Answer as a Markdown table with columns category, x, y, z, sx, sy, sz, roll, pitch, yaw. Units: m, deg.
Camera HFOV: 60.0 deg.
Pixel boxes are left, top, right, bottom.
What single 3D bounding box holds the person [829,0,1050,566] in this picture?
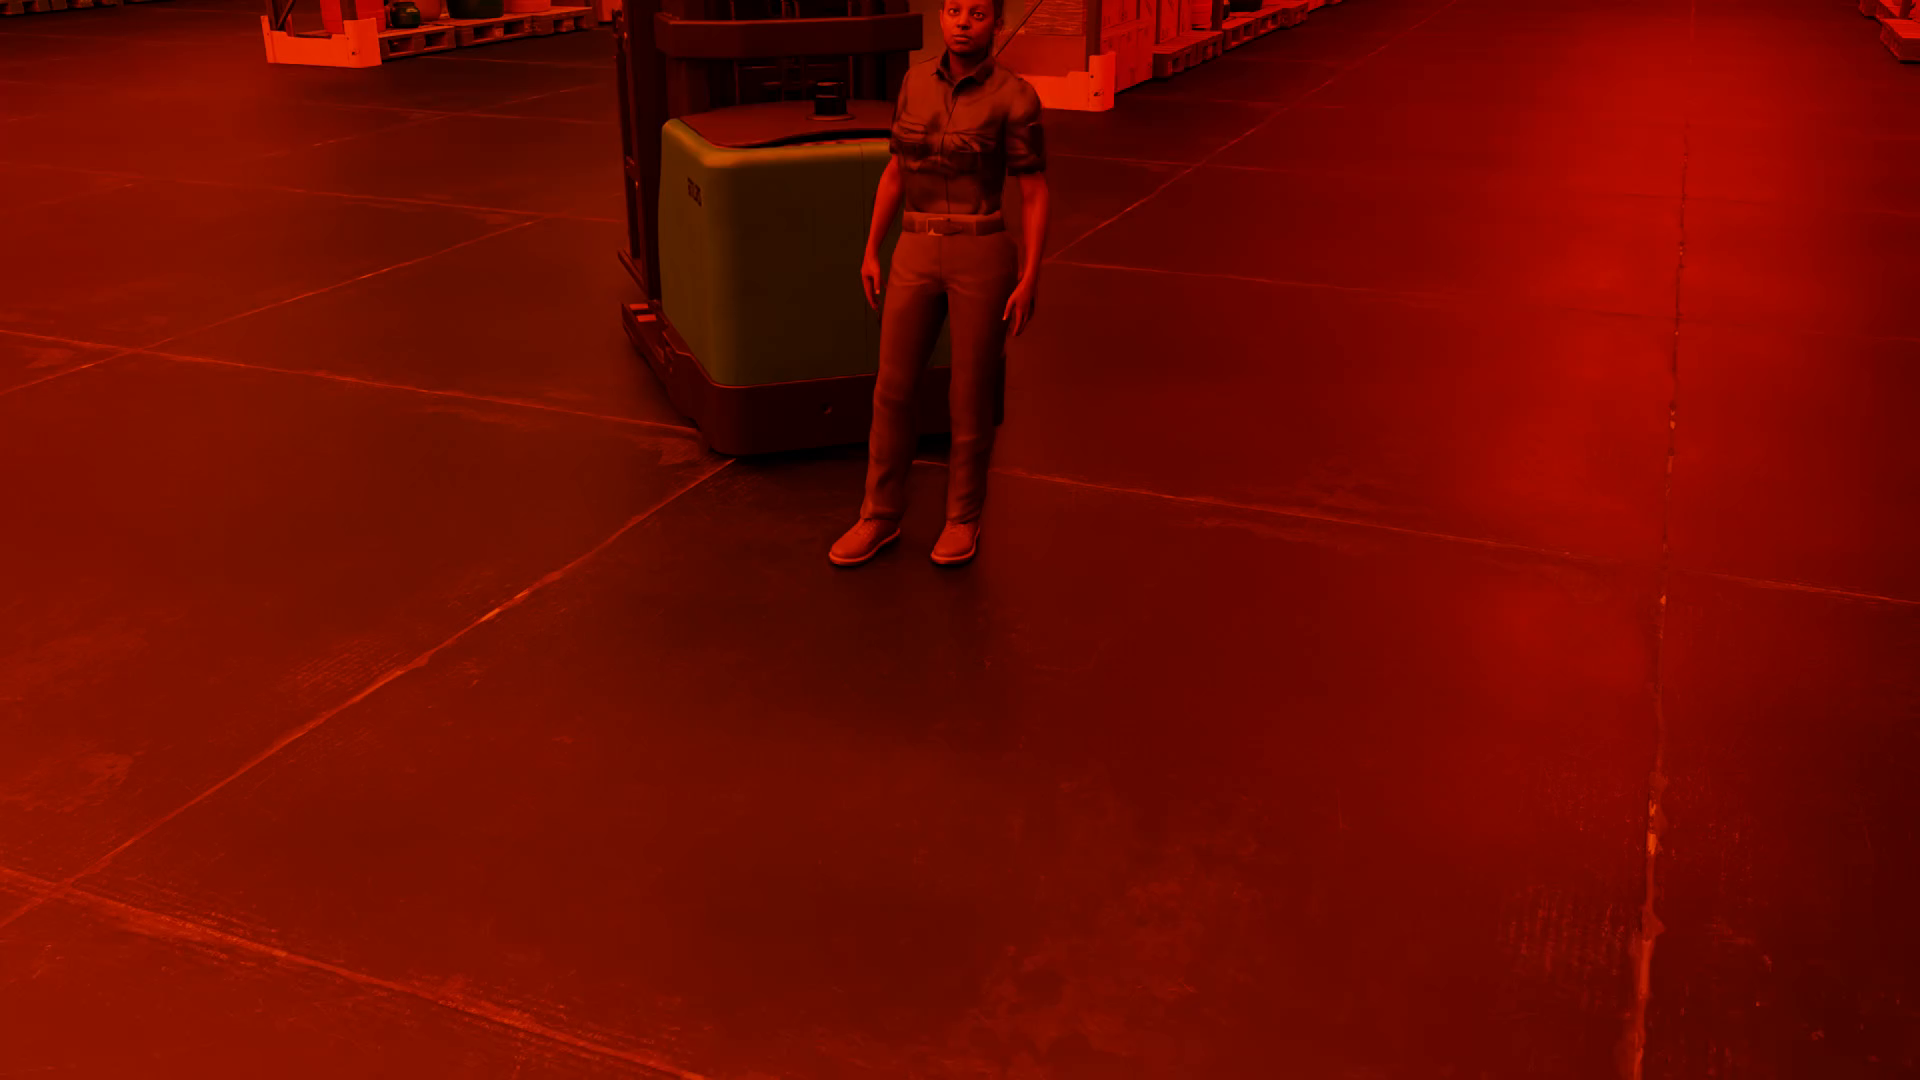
| category | x | y | z | sx | sy | sz | roll | pitch | yaw |
| --- | --- | --- | --- | --- | --- | --- | --- | --- | --- |
| person | -0.056 | -0.735 | 4.698 | 0.565 | 1.656 | 0.494 | 9 | 24 | 21 |

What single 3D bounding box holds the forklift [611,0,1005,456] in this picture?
| category | x | y | z | sx | sy | sz | roll | pitch | yaw |
| --- | --- | --- | --- | --- | --- | --- | --- | --- | --- |
| forklift | -0.811 | -2.175 | 6.496 | 1.130 | 2.935 | 3.031 | -8 | 24 | -18 |
